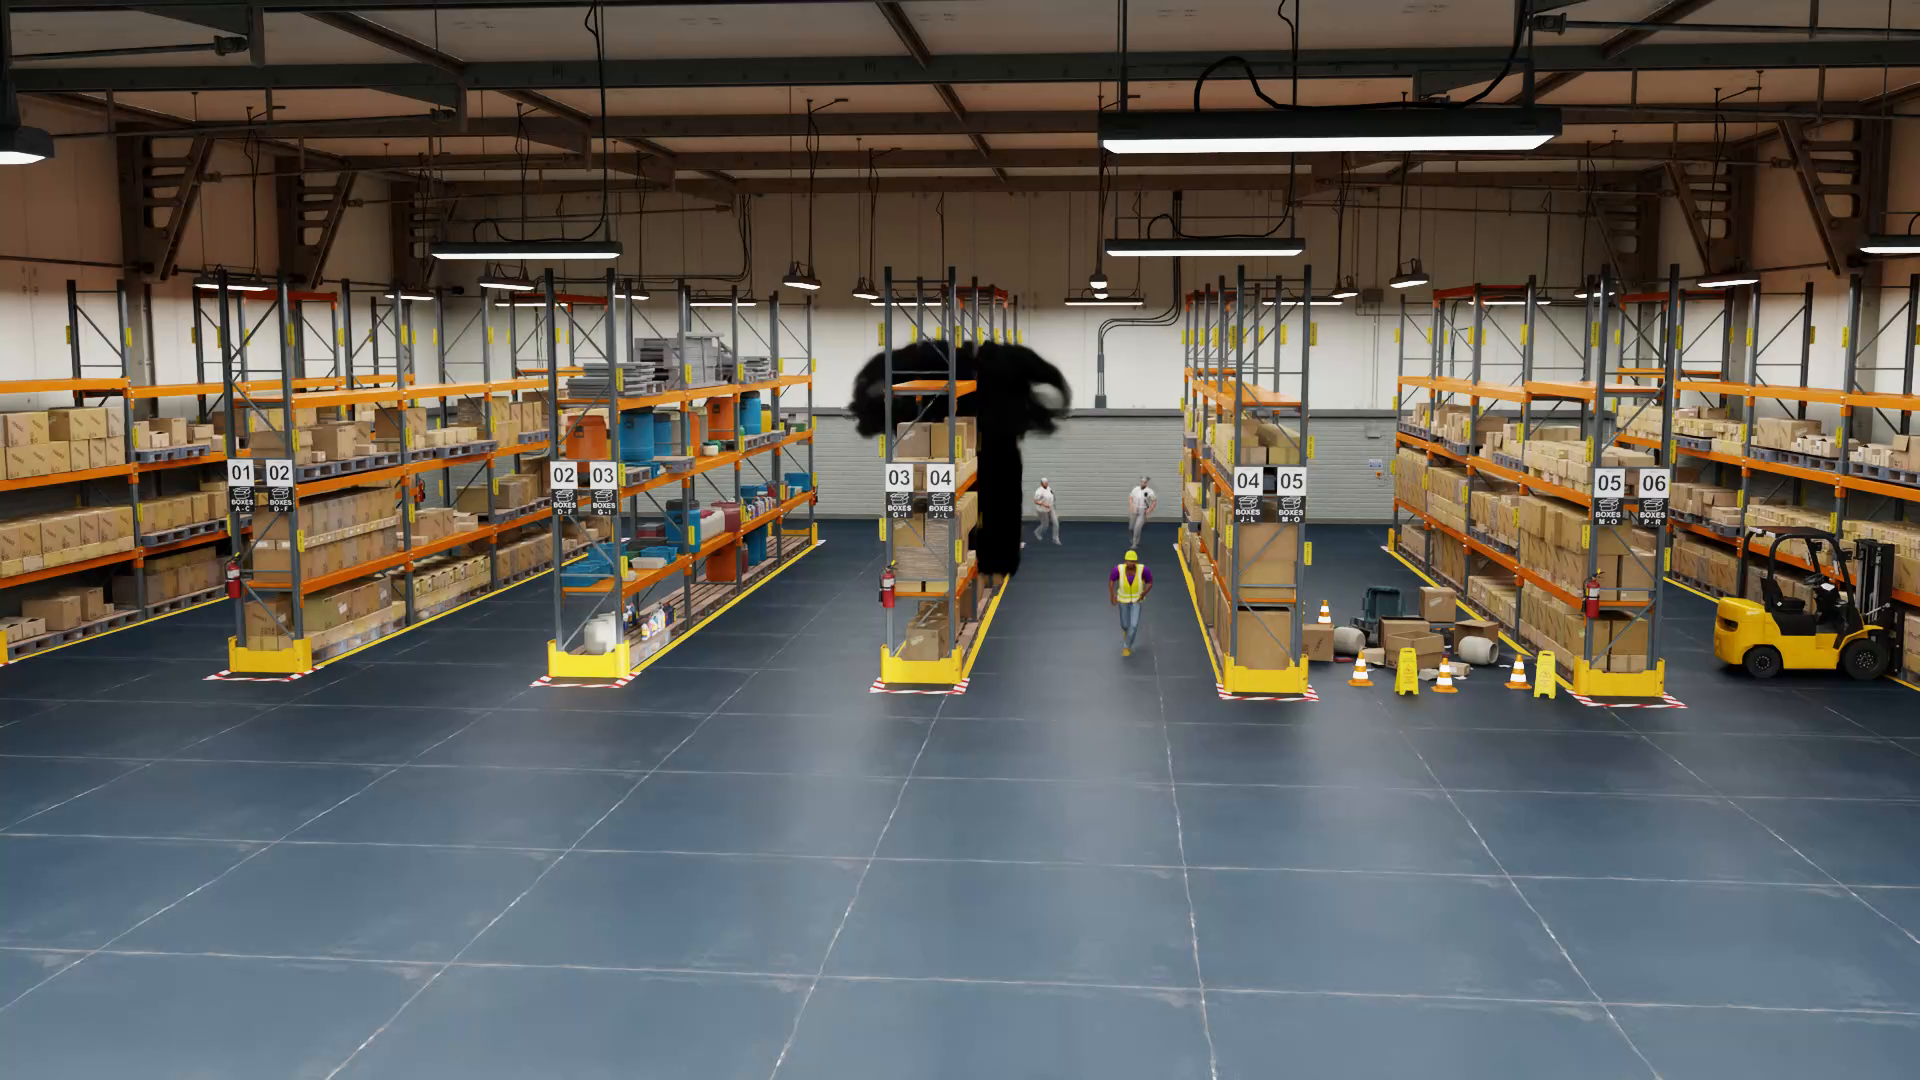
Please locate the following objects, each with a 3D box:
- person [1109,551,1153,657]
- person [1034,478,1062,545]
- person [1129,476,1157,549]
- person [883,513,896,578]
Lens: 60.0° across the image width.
[{"bbox_3d":[2.711,0.987,26.393,0.698,1.694,0.852,0,7,3],"label":"person"},{"bbox_3d":[2.050,-0.702,40.451,0.647,1.651,0.821,-6,9,-38],"label":"person"},{"bbox_3d":[4.351,-0.674,39.718,0.710,1.736,0.645,3,7,22],"label":"person"},{"bbox_3d":[-1.309,-0.063,34.590,0.650,1.754,0.876,0,7,2],"label":"person"}]
